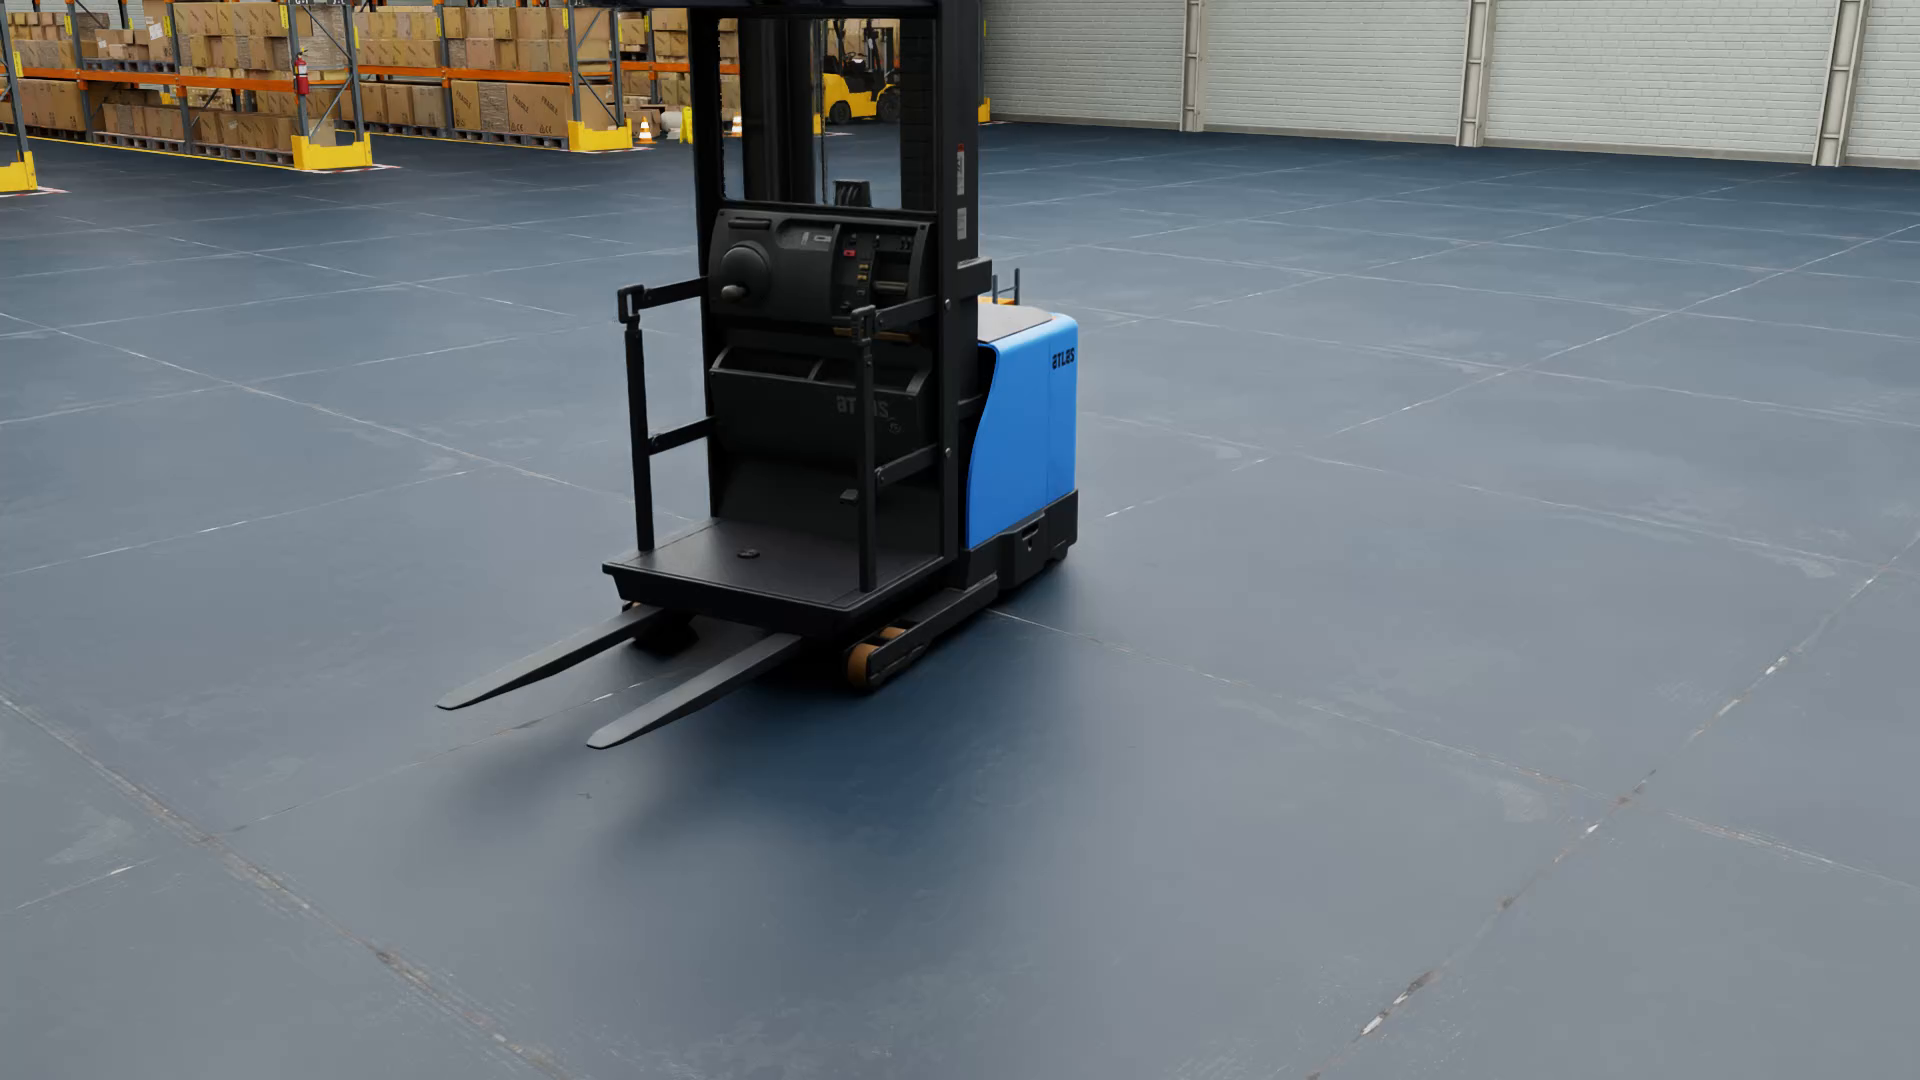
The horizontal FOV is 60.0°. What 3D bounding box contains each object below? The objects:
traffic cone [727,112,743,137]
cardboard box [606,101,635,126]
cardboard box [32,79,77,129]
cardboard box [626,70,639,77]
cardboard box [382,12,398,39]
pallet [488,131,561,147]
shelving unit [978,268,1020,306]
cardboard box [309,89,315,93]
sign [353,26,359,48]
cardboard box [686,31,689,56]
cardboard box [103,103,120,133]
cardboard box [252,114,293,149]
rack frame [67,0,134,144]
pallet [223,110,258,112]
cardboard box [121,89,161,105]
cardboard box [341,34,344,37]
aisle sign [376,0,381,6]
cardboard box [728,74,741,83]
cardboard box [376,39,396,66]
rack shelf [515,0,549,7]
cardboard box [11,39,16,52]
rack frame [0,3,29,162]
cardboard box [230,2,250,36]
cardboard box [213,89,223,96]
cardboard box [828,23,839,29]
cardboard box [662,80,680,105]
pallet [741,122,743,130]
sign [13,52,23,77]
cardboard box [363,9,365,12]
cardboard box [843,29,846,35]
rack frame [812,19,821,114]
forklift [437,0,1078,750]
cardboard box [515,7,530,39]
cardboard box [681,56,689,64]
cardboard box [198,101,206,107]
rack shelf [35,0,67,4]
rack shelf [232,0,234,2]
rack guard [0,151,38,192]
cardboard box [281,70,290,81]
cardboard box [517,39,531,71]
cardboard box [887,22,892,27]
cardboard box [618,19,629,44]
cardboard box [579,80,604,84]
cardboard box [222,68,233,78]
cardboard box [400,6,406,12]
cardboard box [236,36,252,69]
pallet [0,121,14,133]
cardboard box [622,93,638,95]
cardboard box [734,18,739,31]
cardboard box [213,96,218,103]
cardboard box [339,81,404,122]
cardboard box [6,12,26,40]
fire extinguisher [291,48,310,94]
[{"bbox_3d":[-4.321,-8.071,32.277,0.334,0.463,0.336,15,23,39],"label":"traffic cone"},{"bbox_3d":[-6.843,-8.326,32.790,0.503,0.637,0.797,15,23,39],"label":"cardboard box"},{"bbox_3d":[-16.869,-8.361,31.816,0.875,0.875,1.225,15,23,39],"label":"cardboard box"},{"bbox_3d":[-8.477,-12.166,43.354,0.250,0.149,0.380,14,23,38],"label":"cardboard box"},{"bbox_3d":[-10.861,-10.077,32.587,0.500,0.500,0.700,15,23,39],"label":"cardboard box"},{"bbox_3d":[-7.912,-7.404,30.592,1.213,0.211,1.003,15,23,39],"label":"pallet"},{"bbox_3d":[-0.009,-0.661,7.710,0.503,1.200,0.258,9,20,27],"label":"shelving unit"},{"bbox_3d":[-13.407,-9.495,34.768,0.500,0.250,0.500,15,23,40],"label":"cardboard box"},{"bbox_3d":[-9.361,-7.779,25.732,0.005,0.325,0.100,15,23,39],"label":"sign"},{"bbox_3d":[-5.233,-10.127,33.907,0.500,0.500,0.500,15,23,39],"label":"cardboard box"},{"bbox_3d":[-15.190,-7.738,30.440,0.500,0.500,0.700,14,22,36],"label":"cardboard box"},{"bbox_3d":[-11.103,-6.623,26.961,0.500,0.500,0.500,-16,23,-41],"label":"cardboard box"},{"bbox_3d":[-15.705,-8.850,30.538,0.127,3.000,1.000,15,23,39],"label":"rack frame"},{"bbox_3d":[-15.855,-9.552,37.362,1.213,0.211,1.003,15,23,39],"label":"pallet"},{"bbox_3d":[-14.780,-7.993,30.005,0.500,0.250,0.500,-15,23,-40],"label":"cardboard box"},{"bbox_3d":[-12.557,-10.453,34.327,0.250,0.149,0.380,15,23,39],"label":"cardboard box"},{"bbox_3d":[-14.958,-14.022,42.537,0.004,0.787,0.394,15,23,39],"label":"aisle sign"},{"bbox_3d":[-4.421,-9.253,33.349,0.250,0.149,0.380,16,23,40],"label":"cardboard box"},{"bbox_3d":[-11.050,-9.545,32.562,0.500,0.500,0.500,15,23,39],"label":"cardboard box"},{"bbox_3d":[-10.323,-14.507,44.595,4.000,0.370,1.077,15,23,39],"label":"rack shelf"},{"bbox_3d":[-18.142,-9.451,32.267,0.500,0.500,0.500,15,23,39],"label":"cardboard box"},{"bbox_3d":[-13.009,-6.123,21.945,0.127,3.000,1.000,15,23,39],"label":"rack frame"},{"bbox_3d":[-11.047,-8.164,26.067,0.500,0.500,0.500,15,23,39],"label":"cardboard box"},{"bbox_3d":[-16.582,-10.086,37.469,0.250,0.149,0.380,14,22,37],"label":"cardboard box"},{"bbox_3d":[-2.802,-11.780,38.041,0.250,0.149,0.380,16,23,40],"label":"cardboard box"},{"bbox_3d":[-5.873,-9.356,34.745,0.500,0.500,0.500,16,24,42],"label":"cardboard box"},{"bbox_3d":[-3.784,-8.343,33.550,1.213,0.211,1.003,15,23,39],"label":"pallet"},{"bbox_3d":[-12.640,-6.378,22.293,0.005,0.325,0.100,15,23,39],"label":"sign"},{"bbox_3d":[-14.785,-13.361,41.862,0.250,0.149,0.380,16,23,41],"label":"cardboard box"},{"bbox_3d":[-2.585,-11.594,37.948,0.250,0.149,0.380,16,23,41],"label":"cardboard box"},{"bbox_3d":[-3.143,-9.485,32.541,0.127,3.000,1.000,15,23,39],"label":"rack frame"},{"bbox_3d":[-0.631,-1.017,5.971,1.130,2.935,3.031,9,20,27],"label":"forklift"},{"bbox_3d":[-7.407,-9.247,29.758,0.550,0.550,0.875,15,23,39],"label":"cardboard box"},{"bbox_3d":[-5.508,-9.890,34.231,0.250,0.149,0.380,16,24,41],"label":"cardboard box"},{"bbox_3d":[-17.200,-9.964,38.067,0.250,0.149,0.380,14,22,37],"label":"cardboard box"},{"bbox_3d":[-17.201,-10.338,31.458,4.000,0.370,1.077,15,23,39],"label":"rack shelf"},{"bbox_3d":[-16.825,-12.243,37.461,4.000,0.370,1.077,15,23,39],"label":"rack shelf"},{"bbox_3d":[-13.097,-4.936,22.338,0.348,0.500,1.175,15,23,39],"label":"rack guard"},{"bbox_3d":[-10.258,-7.184,25.706,0.250,0.149,0.380,15,23,39],"label":"cardboard box"},{"bbox_3d":[-7.422,-8.727,29.904,0.550,0.550,0.875,15,23,39],"label":"cardboard box"},{"bbox_3d":[-1.410,-11.439,36.967,0.250,0.149,0.380,15,23,40],"label":"cardboard box"},{"bbox_3d":[-7.005,-10.818,35.390,0.500,0.500,0.500,15,23,40],"label":"cardboard box"},{"bbox_3d":[-10.034,-12.297,44.840,0.500,0.500,0.700,14,22,37],"label":"cardboard box"},{"bbox_3d":[-11.621,-7.517,26.755,0.250,0.149,0.380,15,23,39],"label":"cardboard box"},{"bbox_3d":[-13.474,-12.989,40.691,0.250,0.149,0.380,14,23,38],"label":"cardboard box"},{"bbox_3d":[-10.913,-7.733,26.362,0.500,0.500,0.875,15,23,39],"label":"cardboard box"},{"bbox_3d":[-19.213,-8.494,34.027,1.213,0.211,1.003,15,23,39],"label":"pallet"},{"bbox_3d":[-7.590,-9.624,36.627,0.625,0.372,0.950,16,24,41],"label":"cardboard box"},{"bbox_3d":[-4.044,-10.308,32.823,0.500,0.500,0.700,15,23,40],"label":"cardboard box"},{"bbox_3d":[-16.711,-10.008,37.715,0.250,0.149,0.380,14,22,37],"label":"cardboard box"},{"bbox_3d":[-11.941,-8.937,33.837,0.750,0.750,1.050,15,23,39],"label":"cardboard box"},{"bbox_3d":[-18.213,-10.052,32.503,0.637,0.503,0.797,14,23,38],"label":"cardboard box"},{"bbox_3d":[-9.942,-7.079,25.087,0.183,0.674,0.296,15,23,39],"label":"fire extinguisher"}]
